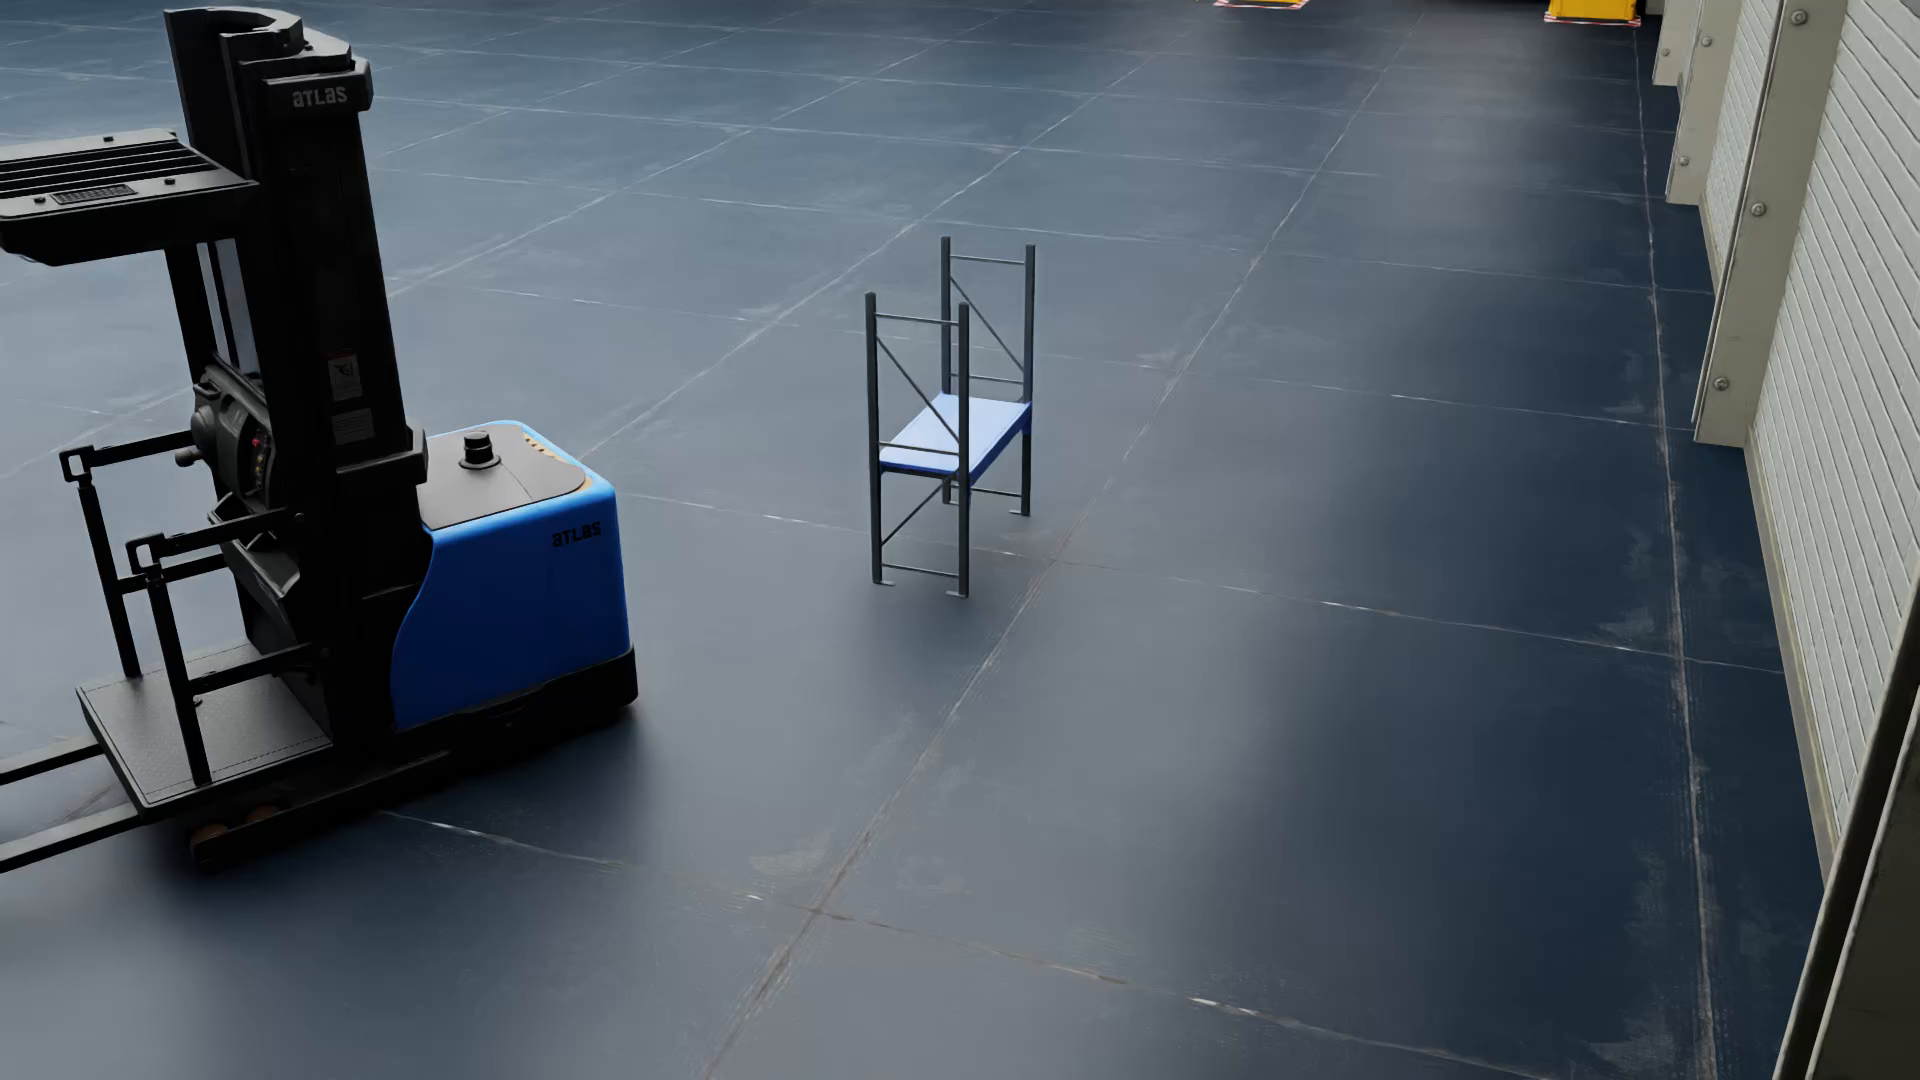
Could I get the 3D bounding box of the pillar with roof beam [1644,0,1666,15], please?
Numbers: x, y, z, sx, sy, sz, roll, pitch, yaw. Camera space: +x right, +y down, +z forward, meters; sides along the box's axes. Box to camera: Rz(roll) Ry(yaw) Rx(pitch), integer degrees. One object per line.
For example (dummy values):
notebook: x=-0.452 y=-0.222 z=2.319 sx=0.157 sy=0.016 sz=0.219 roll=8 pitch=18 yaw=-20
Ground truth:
pillar with roof beam: x=6.541 y=-12.719 z=24.692 sx=9.100 sy=9.000 sz=0.400 roll=9 pitch=27 yaw=17

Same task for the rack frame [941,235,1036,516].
rack frame: x=0.141 y=-0.849 z=8.782 sx=0.500 sy=1.500 sz=0.032 roll=9 pitch=27 yaw=17

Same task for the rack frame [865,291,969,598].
rack frame: x=-0.198 y=-0.431 z=7.919 sx=0.500 sy=1.500 sz=0.032 roll=9 pitch=27 yaw=17

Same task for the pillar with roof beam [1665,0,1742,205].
pillar with roof beam: x=2.548 y=-7.787 z=14.507 sx=9.100 sy=9.000 sz=0.400 roll=9 pitch=27 yaw=17

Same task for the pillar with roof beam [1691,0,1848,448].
pillar with roof beam: x=0.551 y=-5.322 z=9.415 sx=9.100 sy=9.000 sz=0.400 roll=9 pitch=27 yaw=17

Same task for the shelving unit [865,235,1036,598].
shelving unit: x=-0.028 y=-0.640 z=8.351 sx=0.538 sy=1.500 sz=1.048 roll=9 pitch=27 yaw=17

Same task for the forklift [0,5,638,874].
forklift: x=-2.868 y=-0.349 z=6.107 sx=3.031 sy=2.935 sz=1.130 roll=-19 pitch=32 yaw=-34

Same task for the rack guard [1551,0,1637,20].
rack guard: x=9.511 y=-8.104 z=24.914 sx=1.175 sy=0.500 sz=0.348 roll=9 pitch=27 yaw=17

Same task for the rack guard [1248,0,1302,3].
rack guard: x=4.862 y=-8.863 z=26.482 sx=1.175 sy=0.500 sz=0.348 roll=9 pitch=27 yaw=17

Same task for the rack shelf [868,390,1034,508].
rack shelf: x=-0.028 y=-0.478 z=8.429 sx=0.538 sy=0.185 sz=1.000 roll=9 pitch=27 yaw=17

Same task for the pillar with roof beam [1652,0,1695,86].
pillar with roof beam: x=4.544 y=-10.253 z=19.600 sx=9.100 sy=9.000 sz=0.400 roll=9 pitch=27 yaw=17
